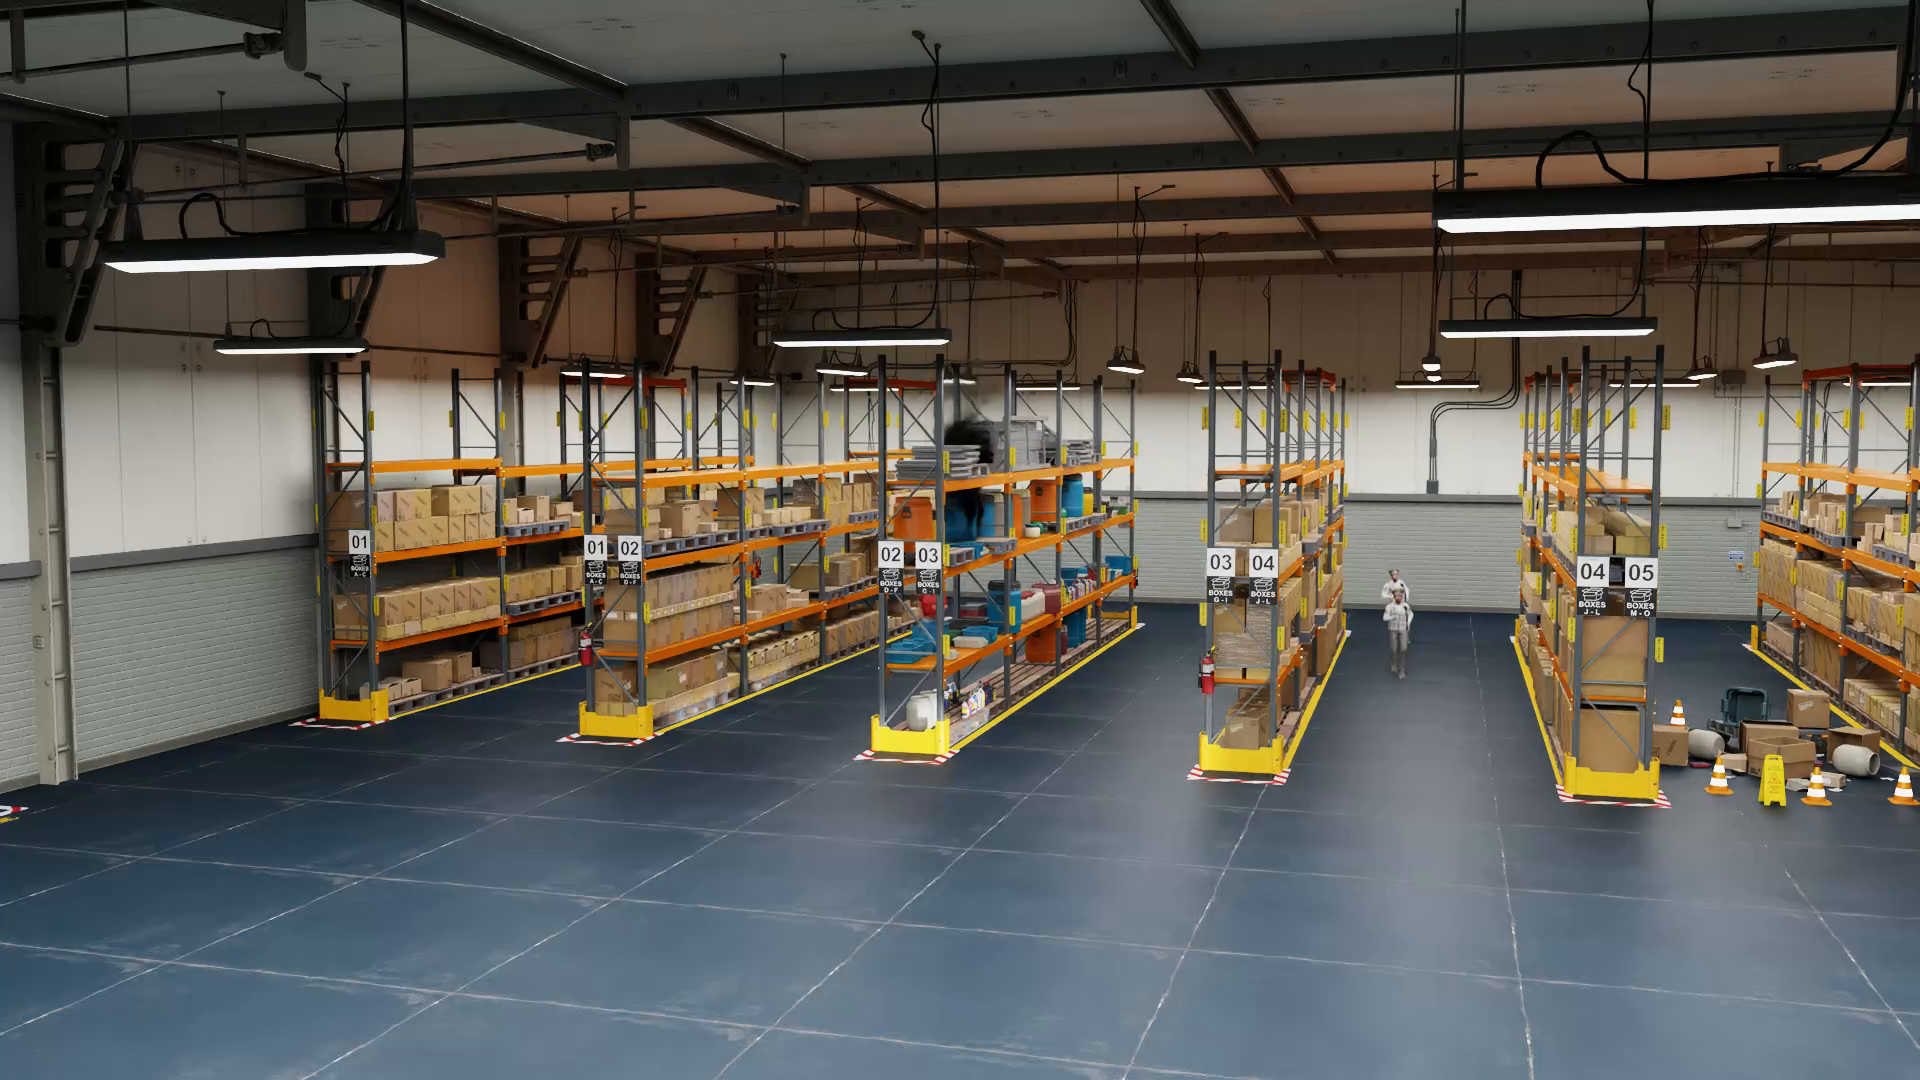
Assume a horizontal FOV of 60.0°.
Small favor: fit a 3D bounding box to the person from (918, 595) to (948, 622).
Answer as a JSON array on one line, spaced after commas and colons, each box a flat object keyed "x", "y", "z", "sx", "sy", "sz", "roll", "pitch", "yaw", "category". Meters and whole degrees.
[{"x": -0.561, "y": 1.723, "z": 34.085, "sx": 0.652, "sy": 1.662, "sz": 0.934, "roll": 1, "pitch": 4, "yaw": 7, "category": "person"}]

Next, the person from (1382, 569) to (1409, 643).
[{"x": 9.916, "y": 1.488, "z": 37.859, "sx": 0.647, "sy": 1.697, "sz": 0.833, "roll": 0, "pitch": 4, "yaw": -1, "category": "person"}]

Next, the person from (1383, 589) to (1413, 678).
[{"x": 8.609, "y": 1.825, "z": 32.672, "sx": 0.595, "sy": 1.746, "sz": 0.710, "roll": 1, "pitch": 4, "yaw": 10, "category": "person"}]

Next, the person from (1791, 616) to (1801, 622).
[{"x": 18.932, "y": 1.513, "z": 37.417, "sx": 0.759, "sy": 1.679, "sz": 0.709, "roll": -3, "pitch": 5, "yaw": -35, "category": "person"}]
